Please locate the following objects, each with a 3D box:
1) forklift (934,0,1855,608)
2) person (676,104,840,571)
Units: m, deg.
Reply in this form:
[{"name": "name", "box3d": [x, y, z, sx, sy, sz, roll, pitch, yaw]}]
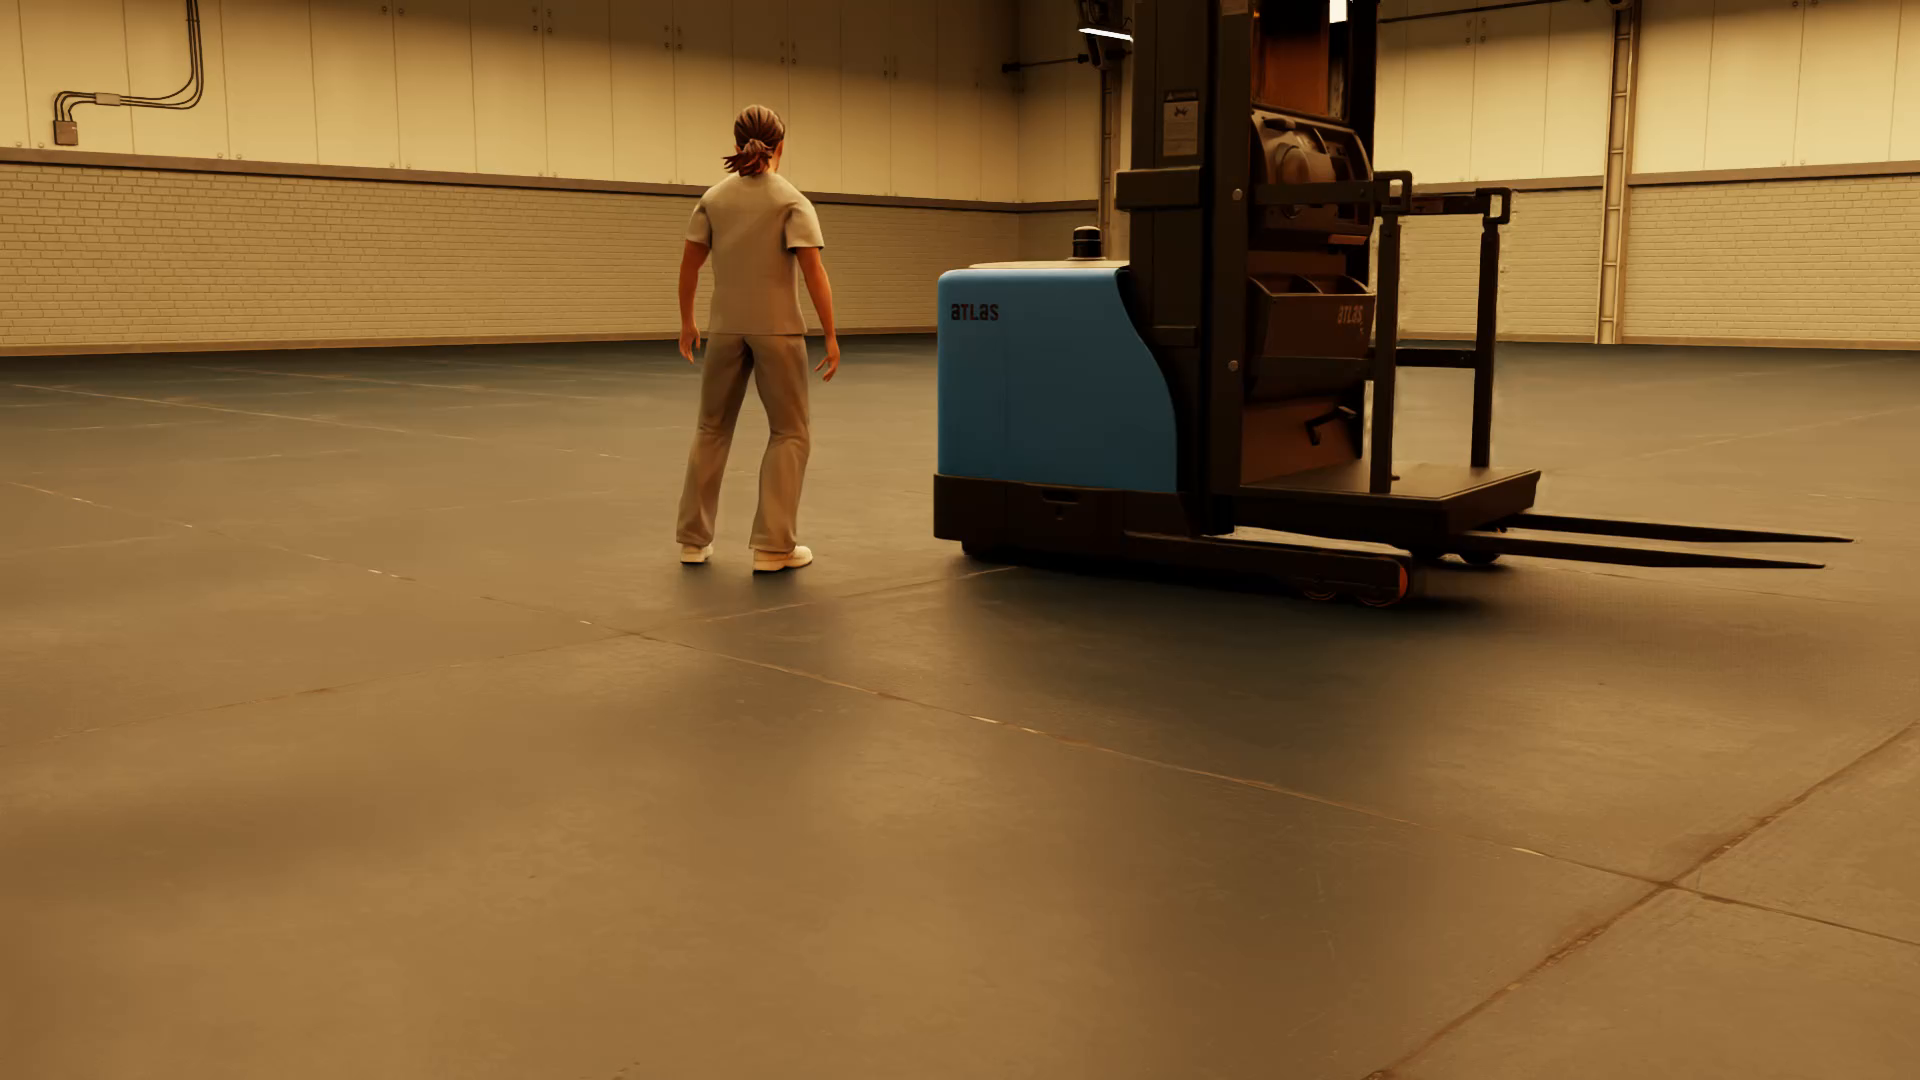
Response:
[{"name": "forklift", "box3d": [1.399, -1.324, 5.663, 3.031, 2.935, 1.130, 6, 10, 35]}, {"name": "person", "box3d": [-0.743, -0.727, 6.011, 0.678, 1.651, 0.394, 3, 9, 16]}]
